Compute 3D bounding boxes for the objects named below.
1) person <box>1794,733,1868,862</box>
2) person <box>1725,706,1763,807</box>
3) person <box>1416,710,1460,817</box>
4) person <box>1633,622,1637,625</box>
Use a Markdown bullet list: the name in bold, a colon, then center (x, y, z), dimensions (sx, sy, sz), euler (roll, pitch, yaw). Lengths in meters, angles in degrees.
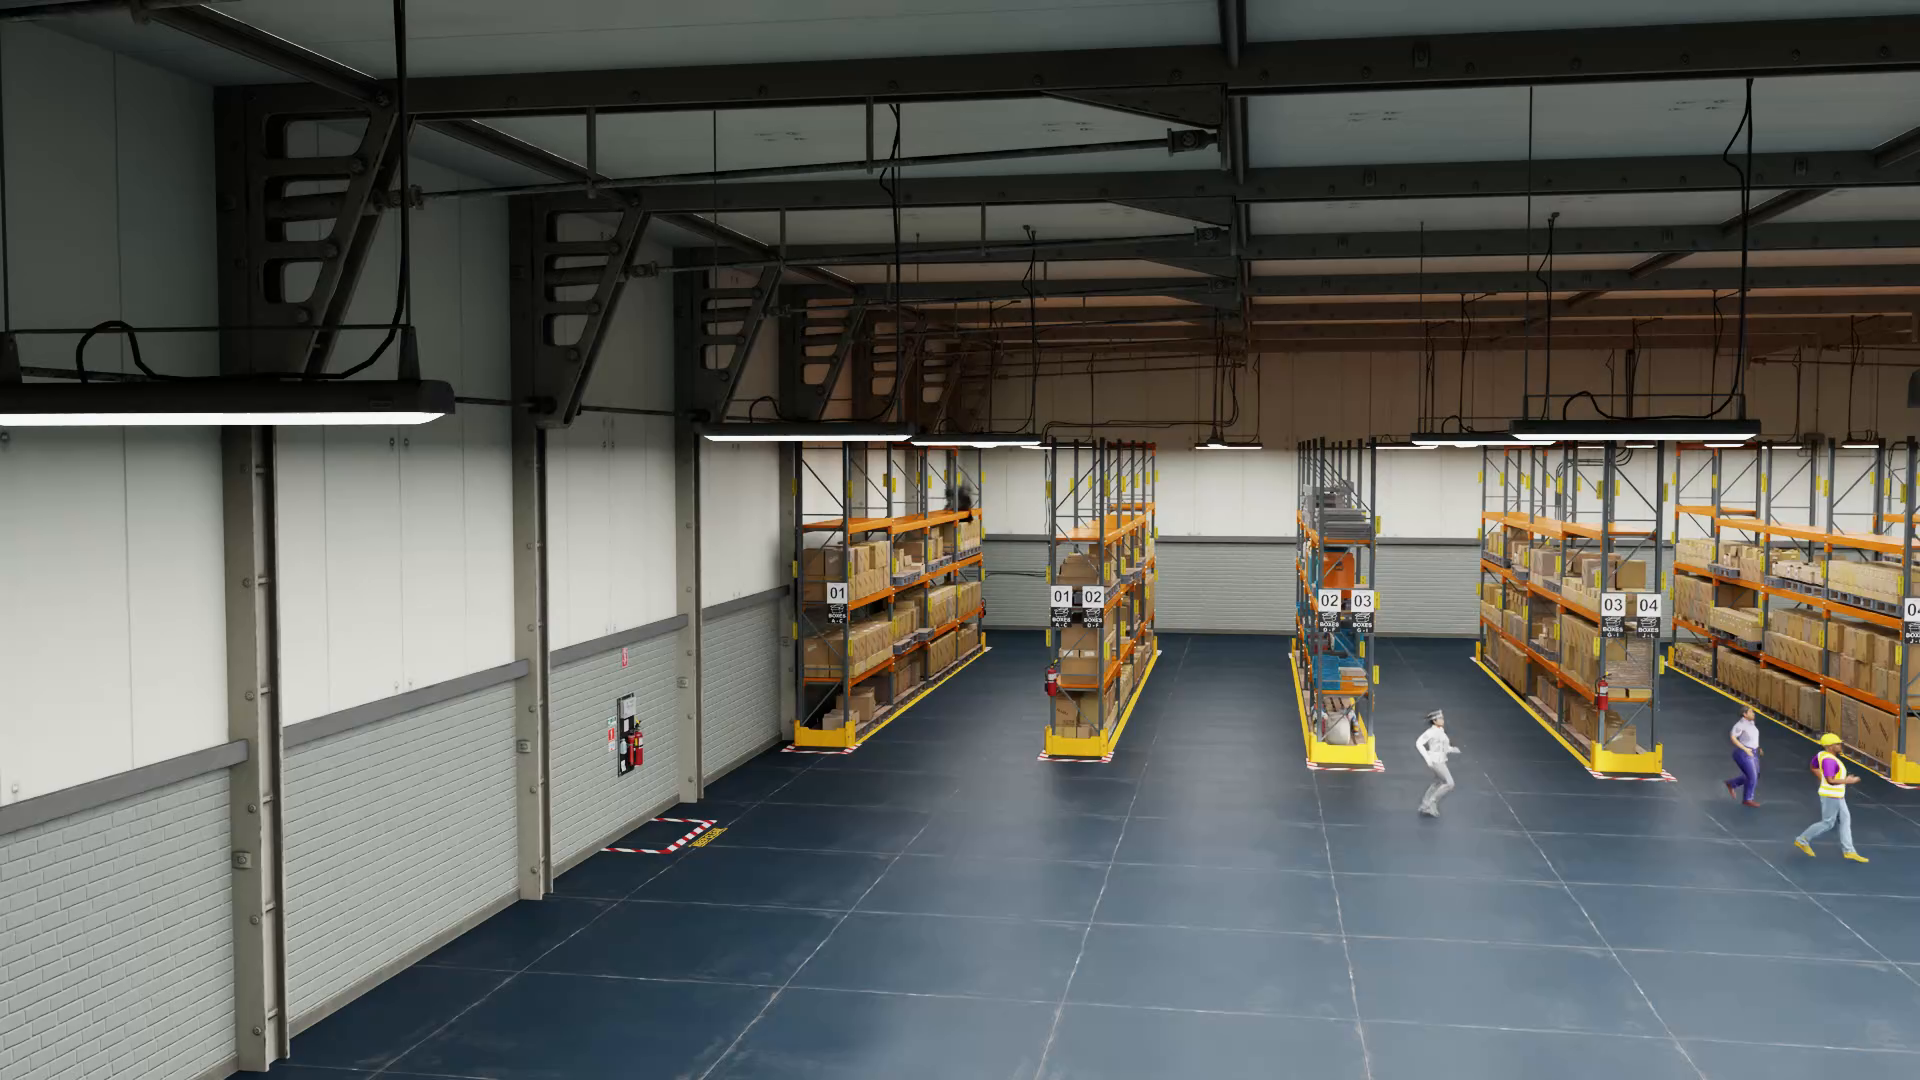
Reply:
- **person**: center (12.156, 3.576, 23.172), dimensions (0.917, 1.765, 0.701), euler (2, 3, 29)
- **person**: center (12.695, 3.488, 26.986), dimensions (0.630, 1.618, 0.626), euler (-3, 4, -43)
- **person**: center (7.519, 3.494, 26.061), dimensions (0.634, 1.670, 0.591), euler (2, 4, 33)
- **person**: center (17.560, 2.642, 42.751), dimensions (0.585, 1.619, 0.707), euler (1, 3, 14)
